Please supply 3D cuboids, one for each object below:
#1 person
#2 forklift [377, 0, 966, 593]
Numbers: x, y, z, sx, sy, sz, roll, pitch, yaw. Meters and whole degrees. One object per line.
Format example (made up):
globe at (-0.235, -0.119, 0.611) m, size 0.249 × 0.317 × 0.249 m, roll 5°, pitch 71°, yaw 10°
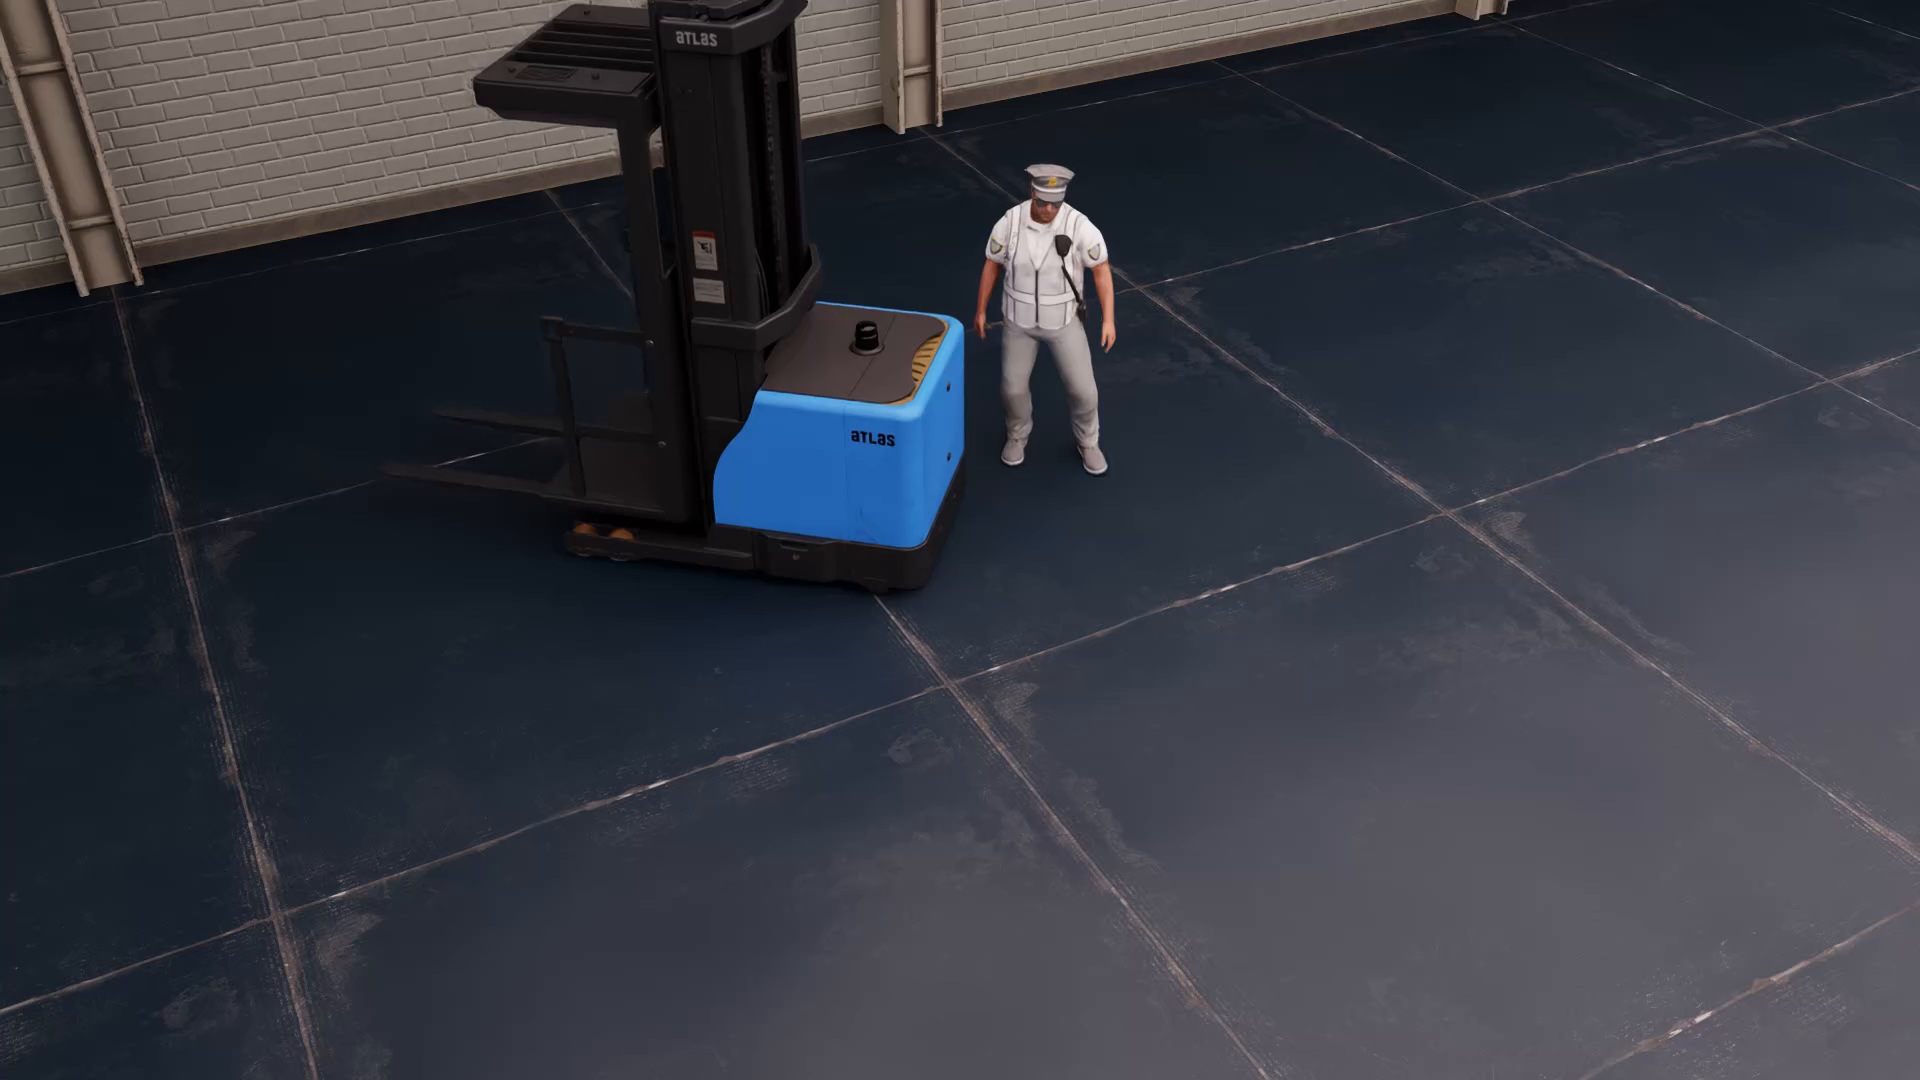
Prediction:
person at (0.454, -1.191, 8.852) m, size 0.773 × 1.726 × 0.381 m, roll 6°, pitch 36°, yaw 8°
forklift at (-1.539, -1.374, 8.067) m, size 3.031 × 2.935 × 1.130 m, roll 8°, pitch 36°, yaw 11°
